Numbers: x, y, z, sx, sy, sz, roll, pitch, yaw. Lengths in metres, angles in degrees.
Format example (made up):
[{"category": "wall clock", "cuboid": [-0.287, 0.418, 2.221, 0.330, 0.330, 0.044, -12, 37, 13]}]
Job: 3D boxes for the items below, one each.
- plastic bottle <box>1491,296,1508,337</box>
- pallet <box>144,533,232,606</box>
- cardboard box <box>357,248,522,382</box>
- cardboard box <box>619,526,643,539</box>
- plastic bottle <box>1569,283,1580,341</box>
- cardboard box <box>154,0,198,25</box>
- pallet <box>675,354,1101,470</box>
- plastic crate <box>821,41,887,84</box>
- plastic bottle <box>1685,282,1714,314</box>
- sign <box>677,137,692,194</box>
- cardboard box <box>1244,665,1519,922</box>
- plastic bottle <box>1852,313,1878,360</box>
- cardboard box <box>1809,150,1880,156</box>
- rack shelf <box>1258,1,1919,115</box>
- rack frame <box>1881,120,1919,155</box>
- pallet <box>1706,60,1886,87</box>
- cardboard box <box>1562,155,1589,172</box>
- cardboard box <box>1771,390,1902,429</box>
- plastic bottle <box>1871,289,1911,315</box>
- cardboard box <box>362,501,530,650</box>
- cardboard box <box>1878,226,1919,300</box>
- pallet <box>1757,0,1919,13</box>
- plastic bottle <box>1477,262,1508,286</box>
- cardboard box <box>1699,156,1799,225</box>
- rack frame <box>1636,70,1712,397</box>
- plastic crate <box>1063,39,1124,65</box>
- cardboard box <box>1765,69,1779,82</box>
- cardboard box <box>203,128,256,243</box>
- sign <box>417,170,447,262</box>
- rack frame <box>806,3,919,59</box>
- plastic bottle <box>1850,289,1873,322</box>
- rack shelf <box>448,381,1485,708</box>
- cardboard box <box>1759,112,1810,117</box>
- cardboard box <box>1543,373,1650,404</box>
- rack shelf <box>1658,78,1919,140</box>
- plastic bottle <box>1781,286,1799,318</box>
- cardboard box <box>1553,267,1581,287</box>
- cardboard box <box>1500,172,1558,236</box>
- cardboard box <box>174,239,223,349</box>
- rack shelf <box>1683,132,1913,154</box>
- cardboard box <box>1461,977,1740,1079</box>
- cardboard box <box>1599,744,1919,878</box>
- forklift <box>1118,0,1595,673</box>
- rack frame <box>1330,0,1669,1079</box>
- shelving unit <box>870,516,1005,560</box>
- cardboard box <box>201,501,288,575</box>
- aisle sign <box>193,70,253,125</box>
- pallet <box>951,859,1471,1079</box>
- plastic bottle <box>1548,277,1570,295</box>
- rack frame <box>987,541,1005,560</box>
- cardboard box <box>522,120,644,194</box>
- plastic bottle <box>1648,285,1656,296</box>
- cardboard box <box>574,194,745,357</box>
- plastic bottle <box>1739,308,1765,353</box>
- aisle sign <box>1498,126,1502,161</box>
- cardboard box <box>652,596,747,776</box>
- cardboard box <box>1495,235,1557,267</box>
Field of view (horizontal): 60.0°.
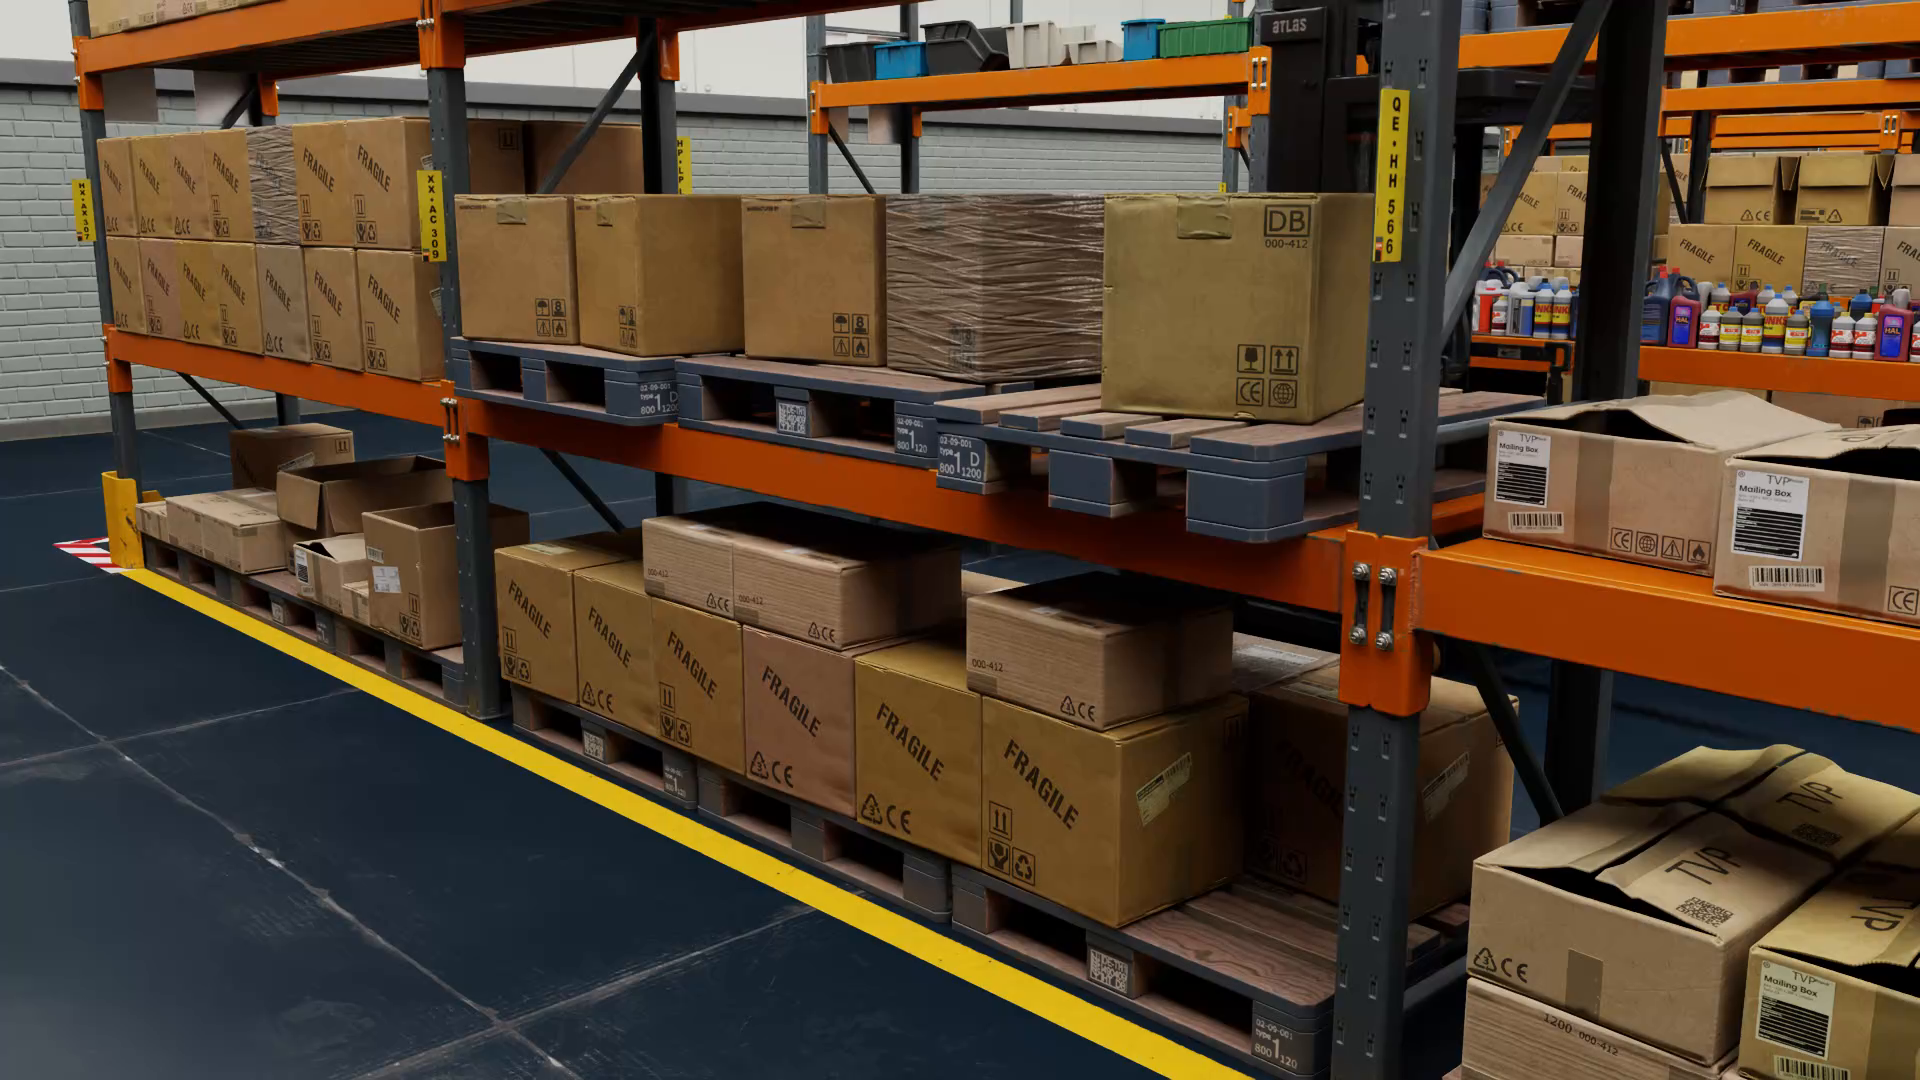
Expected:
[{"category": "plastic bottle", "cuboid": [2.790, -1.152, 8.562, 0.097, 0.201, 0.097, 0, 12, 0]}, {"category": "pallet", "cuboid": [-3.698, 0.073, 9.034, 1.003, 0.211, 1.213, -11, 16, -43]}, {"category": "cardboard box", "cuboid": [-2.070, -0.922, 6.707, 0.500, 0.500, 0.500, -11, 16, -42]}, {"category": "cardboard box", "cuboid": [-0.991, 0.205, 6.589, 0.500, 0.500, 0.500, -11, 16, -43]}, {"category": "plastic bottle", "cuboid": [3.131, -1.160, 8.230, 0.144, 0.351, 0.185, -11, 16, -43]}, {"category": "cardboard box", "cuboid": [-3.448, -2.558, 7.831, 0.500, 0.250, 0.500, -11, 16, -43]}, {"category": "pallet", "cuboid": [-0.123, -0.442, 5.097, 1.003, 0.211, 1.213, -11, 16, -43]}, {"category": "plastic crate", "cuboid": [-0.652, -3.420, 11.967, 0.497, 0.269, 0.590, -11, 16, -43]}, {"category": "plastic bottle", "cuboid": [3.785, -1.192, 8.571, 0.152, 0.276, 0.135, -11, 16, -43]}, {"category": "sign", "cuboid": [-1.140, -1.481, 6.798, 0.100, 0.325, 0.005, -11, 16, -43]}, {"category": "cardboard box", "cuboid": [1.115, 0.650, 4.427, 0.500, 0.500, 0.500, -10, 15, -40]}, {"category": "plastic bottle", "cuboid": [3.994, -0.898, 7.327, 0.097, 0.201, 0.097, 0, 12, 0]}, {"category": "cardboard box", "cuboid": [8.765, -3.608, 16.527, 0.500, 0.500, 0.500, 11, 16, 43]}, {"category": "rack shelf", "cuboid": [3.427, -2.351, 8.238, 1.077, 0.370, 4.000, -11, 16, -43]}, {"category": "rack frame", "cuboid": [9.285, -2.893, 16.518, 1.000, 3.000, 0.127, -11, 16, -43]}, {"category": "pallet", "cuboid": [6.297, -3.465, 12.335, 1.217, 0.209, 0.805, 11, 16, 43]}, {"category": "cardboard box", "cuboid": [6.994, -3.985, 18.360, 0.500, 0.500, 0.500, -10, 15, -41]}, {"category": "cardboard box", "cuboid": [6.702, -1.160, 12.334, 0.875, 0.875, 1.225, 11, 16, 43]}, {"category": "plastic bottle", "cuboid": [4.424, -1.057, 7.917, 0.152, 0.276, 0.135, -11, 16, -43]}, {"category": "cardboard box", "cuboid": [-2.138, 0.129, 6.956, 0.500, 0.500, 0.500, -11, 16, -43]}, {"category": "cardboard box", "cuboid": [6.819, -1.942, 11.657, 0.500, 0.500, 0.500, -10, 16, -41]}, {"category": "pallet", "cuboid": [4.351, -2.444, 7.375, 1.003, 0.211, 1.213, -11, 16, -43]}, {"category": "plastic bottle", "cuboid": [2.941, -1.366, 9.231, 0.144, 0.351, 0.185, -11, 16, -43]}, {"category": "cardboard box", "cuboid": [6.075, -2.664, 12.676, 0.637, 0.503, 0.797, 11, 16, 44]}, {"category": "rack frame", "cuboid": [5.628, -2.216, 13.235, 1.000, 3.000, 0.127, -11, 16, -43]}, {"category": "plastic crate", "cuboid": [0.892, -2.999, 10.252, 0.293, 0.136, 0.466, -11, 16, -43]}, {"category": "cardboard box", "cuboid": [8.432, -4.643, 16.711, 0.500, 0.250, 0.500, 11, 16, 43]}, {"category": "cardboard box", "cuboid": [-3.126, -1.634, 7.685, 0.500, 0.500, 0.500, -11, 16, -43]}, {"category": "sign", "cuboid": [-1.926, -1.184, 6.077, 0.100, 0.325, 0.005, -11, 16, -43]}, {"category": "rack frame", "cuboid": [-0.716, -5.048, 12.113, 1.000, 3.000, 0.127, -11, 16, -43]}, {"category": "plastic bottle", "cuboid": [4.319, -1.067, 7.976, 0.097, 0.271, 0.097, 0, 12, 0]}, {"category": "rack shelf", "cuboid": [-0.158, -0.192, 5.193, 1.077, 0.370, 4.000, -11, 16, -43]}, {"category": "cardboard box", "cuboid": [8.415, -4.397, 16.757, 0.500, 0.250, 0.500, -11, 16, -43]}, {"category": "cardboard box", "cuboid": [5.230, -1.489, 13.928, 0.875, 0.875, 0.875, -11, 16, -43]}, {"category": "rack shelf", "cuboid": [7.009, -3.041, 11.588, 1.077, 0.370, 4.000, -11, 16, -43]}, {"category": "plastic bottle", "cuboid": [4.112, -1.129, 8.276, 0.097, 0.271, 0.097, 0, 12, 0]}, {"category": "cardboard box", "cuboid": [5.002, -2.130, 13.437, 0.380, 0.149, 0.250, -10, 16, -41]}, {"category": "cardboard box", "cuboid": [4.774, -2.759, 13.647, 0.500, 0.500, 0.500, -11, 16, -42]}, {"category": "cardboard box", "cuboid": [-3.481, -1.219, 8.148, 0.500, 0.500, 0.500, -11, 16, -43]}, {"category": "rack shelf", "cuboid": [11.414, -5.006, 21.124, 1.077, 0.370, 4.000, -11, 16, -43]}, {"category": "cardboard box", "cuboid": [1.372, 1.006, 3.369, 0.500, 0.250, 0.500, -11, 16, -43]}, {"category": "cardboard box", "cuboid": [1.763, 0.656, 3.677, 0.500, 0.311, 0.500, -10, 16, -41]}, {"category": "forklift", "cuboid": [2.151, -0.967, 7.343, 1.130, 2.935, 3.031, -10, 15, -41]}, {"category": "rack frame", "cuboid": [1.223, -0.252, 3.703, 1.000, 3.000, 0.127, -11, 16, -43]}, {"category": "shelving unit", "cuboid": [-0.005, -0.552, 9.803, 0.538, 1.125, 1.048, -11, 16, -43]}, {"category": "cardboard box", "cuboid": [-3.441, -0.024, 8.318, 0.500, 0.250, 0.500, -11, 16, -43]}, {"category": "aisle sign", "cuboid": [-4.127, -2.746, 9.364, 0.394, 0.787, 0.004, -11, 16, -43]}, {"category": "pallet", "cuboid": [0.735, 0.999, 4.539, 1.003, 0.211, 1.213, -11, 16, -43]}, {"category": "plastic bottle", "cuboid": [3.245, -1.306, 9.125, 0.152, 0.276, 0.135, -11, 16, -43]}, {"category": "rack frame", "cuboid": [0.346, -0.478, 9.443, 0.500, 1.125, 0.032, -11, 16, -43]}, {"category": "cardboard box", "cuboid": [-1.661, -1.483, 6.950, 0.500, 0.500, 0.500, -10, 16, -41]}, {"category": "plastic bottle", "cuboid": [3.408, -1.099, 8.099, 0.061, 0.283, 0.133, -11, 16, -43]}, {"category": "cardboard box", "cuboid": [-0.853, -0.899, 5.553, 0.700, 0.500, 0.500, -8, 14, -34]}, {"category": "plastic bottle", "cuboid": [3.658, -0.969, 7.671, 0.097, 0.201, 0.097, 0, 12, 0]}, {"category": "aisle sign", "cuboid": [6.256, -4.718, 18.938, 0.394, 0.787, 0.004, -11, 16, -43]}, {"category": "cardboard box", "cuboid": [-0.665, 0.427, 5.508, 0.500, 0.500, 0.500, -11, 16, -42]}, {"category": "cardboard box", "cuboid": [4.774, -2.391, 13.720, 0.500, 0.250, 0.500, -10, 15, -41]}]
